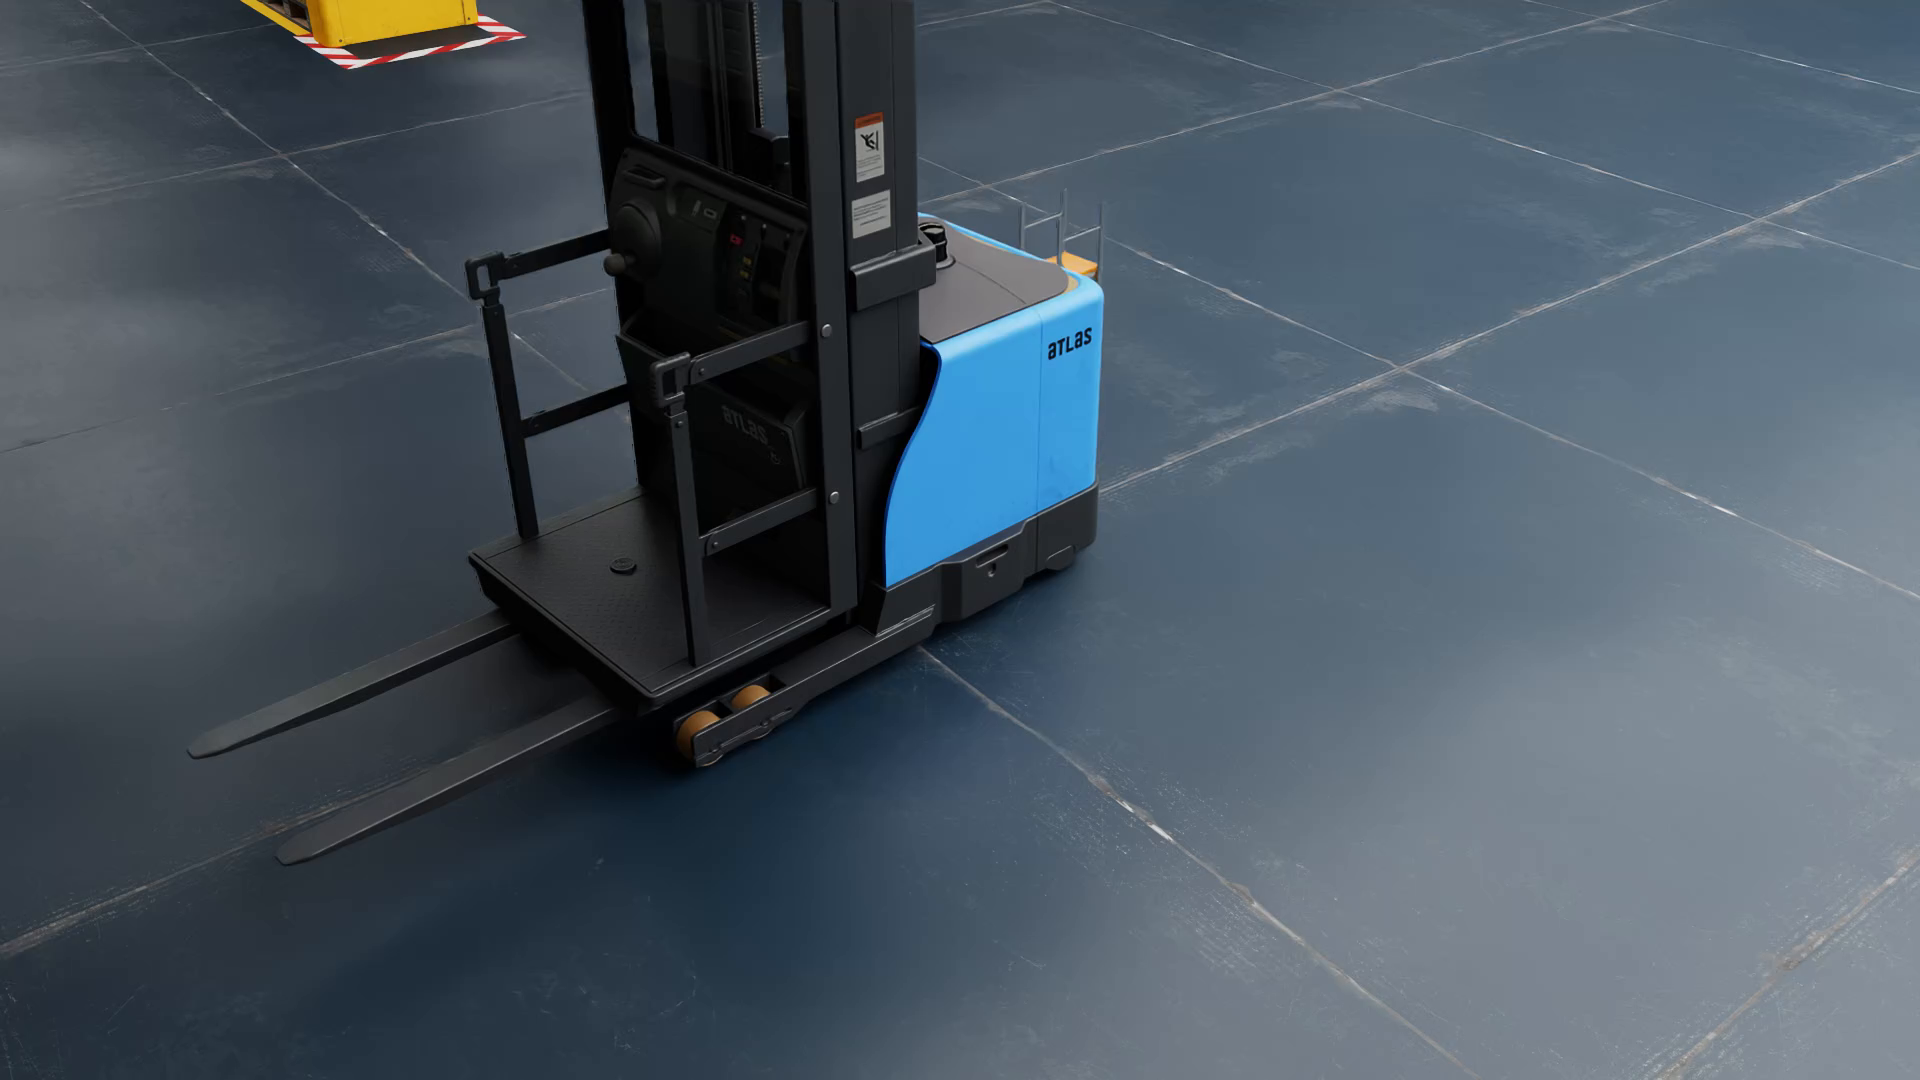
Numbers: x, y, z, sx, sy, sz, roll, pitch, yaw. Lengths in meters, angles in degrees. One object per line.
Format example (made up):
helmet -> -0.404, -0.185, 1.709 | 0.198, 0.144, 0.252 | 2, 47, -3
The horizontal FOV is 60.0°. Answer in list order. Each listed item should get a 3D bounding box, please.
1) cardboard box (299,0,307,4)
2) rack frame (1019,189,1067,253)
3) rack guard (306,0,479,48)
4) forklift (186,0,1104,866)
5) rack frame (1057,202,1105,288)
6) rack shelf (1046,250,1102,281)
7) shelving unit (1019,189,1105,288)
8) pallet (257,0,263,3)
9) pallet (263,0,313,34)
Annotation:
cardboard box -> -4.750, -4.207, 12.389 | 0.500, 0.250, 0.500 | -22, 38, -31
rack frame -> 0.300, -0.716, 6.266 | 0.240, 1.200, 0.006 | -27, 41, -36
rack guard -> -4.173, -3.997, 12.212 | 1.175, 0.500, 0.348 | -22, 38, -31
forklift -> -0.920, -0.860, 4.857 | 3.031, 2.935, 1.130 | -26, 40, -35
rack frame -> 0.428, -0.647, 6.154 | 0.240, 1.200, 0.006 | -27, 41, -36
rack shelf -> 0.364, -0.949, 6.043 | 0.258, 0.103, 0.180 | -27, 41, -36
shelving unit -> 0.364, -0.681, 6.210 | 0.258, 1.200, 0.189 | -27, 41, -36
pallet -> -5.434, -4.698, 13.613 | 1.003, 0.211, 1.213 | -22, 38, -31
pallet -> -4.690, -4.190, 12.795 | 1.003, 0.211, 1.213 | -22, 38, -31
